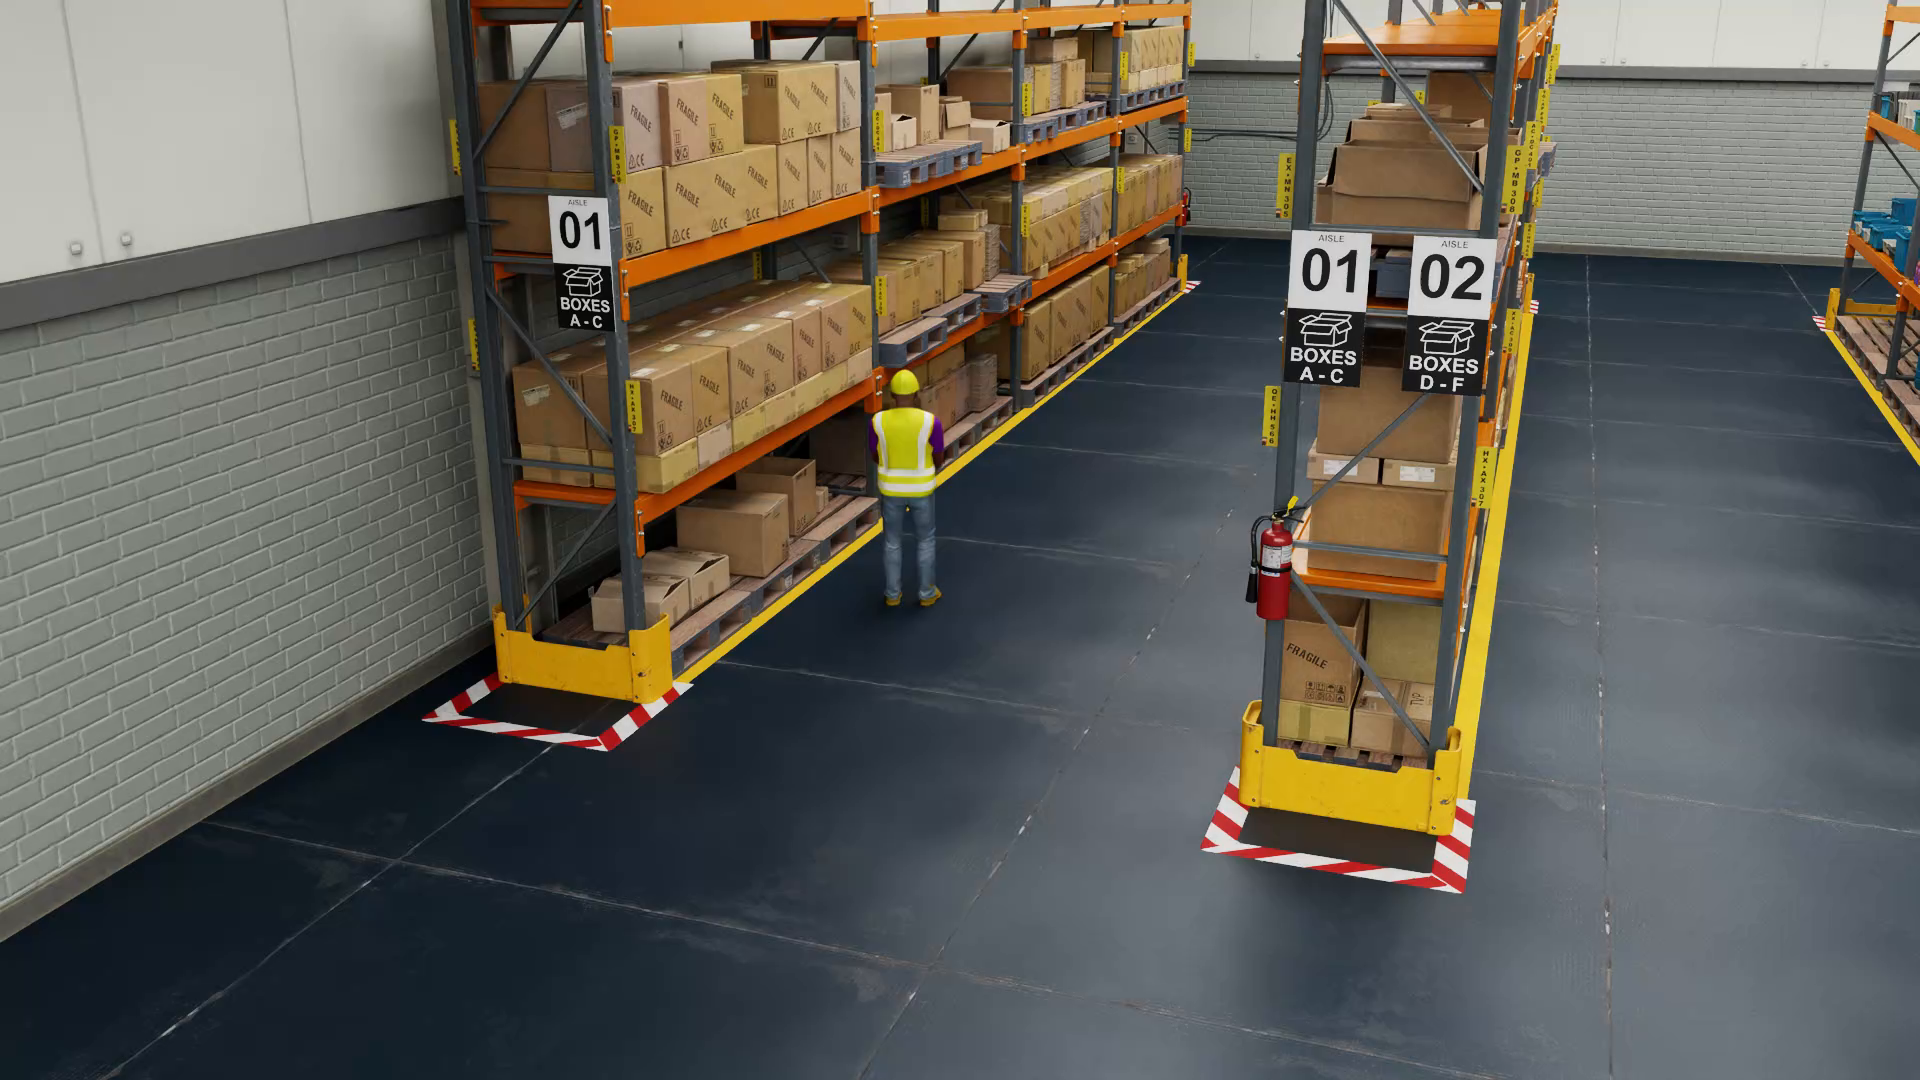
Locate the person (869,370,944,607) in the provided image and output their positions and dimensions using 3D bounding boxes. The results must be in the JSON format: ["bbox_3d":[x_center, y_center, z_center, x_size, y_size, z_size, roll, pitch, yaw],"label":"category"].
[{"bbox_3d":[-0.379,-0.397,12.204,0.548,1.770,0.541,2,19,6],"label":"person"}]
